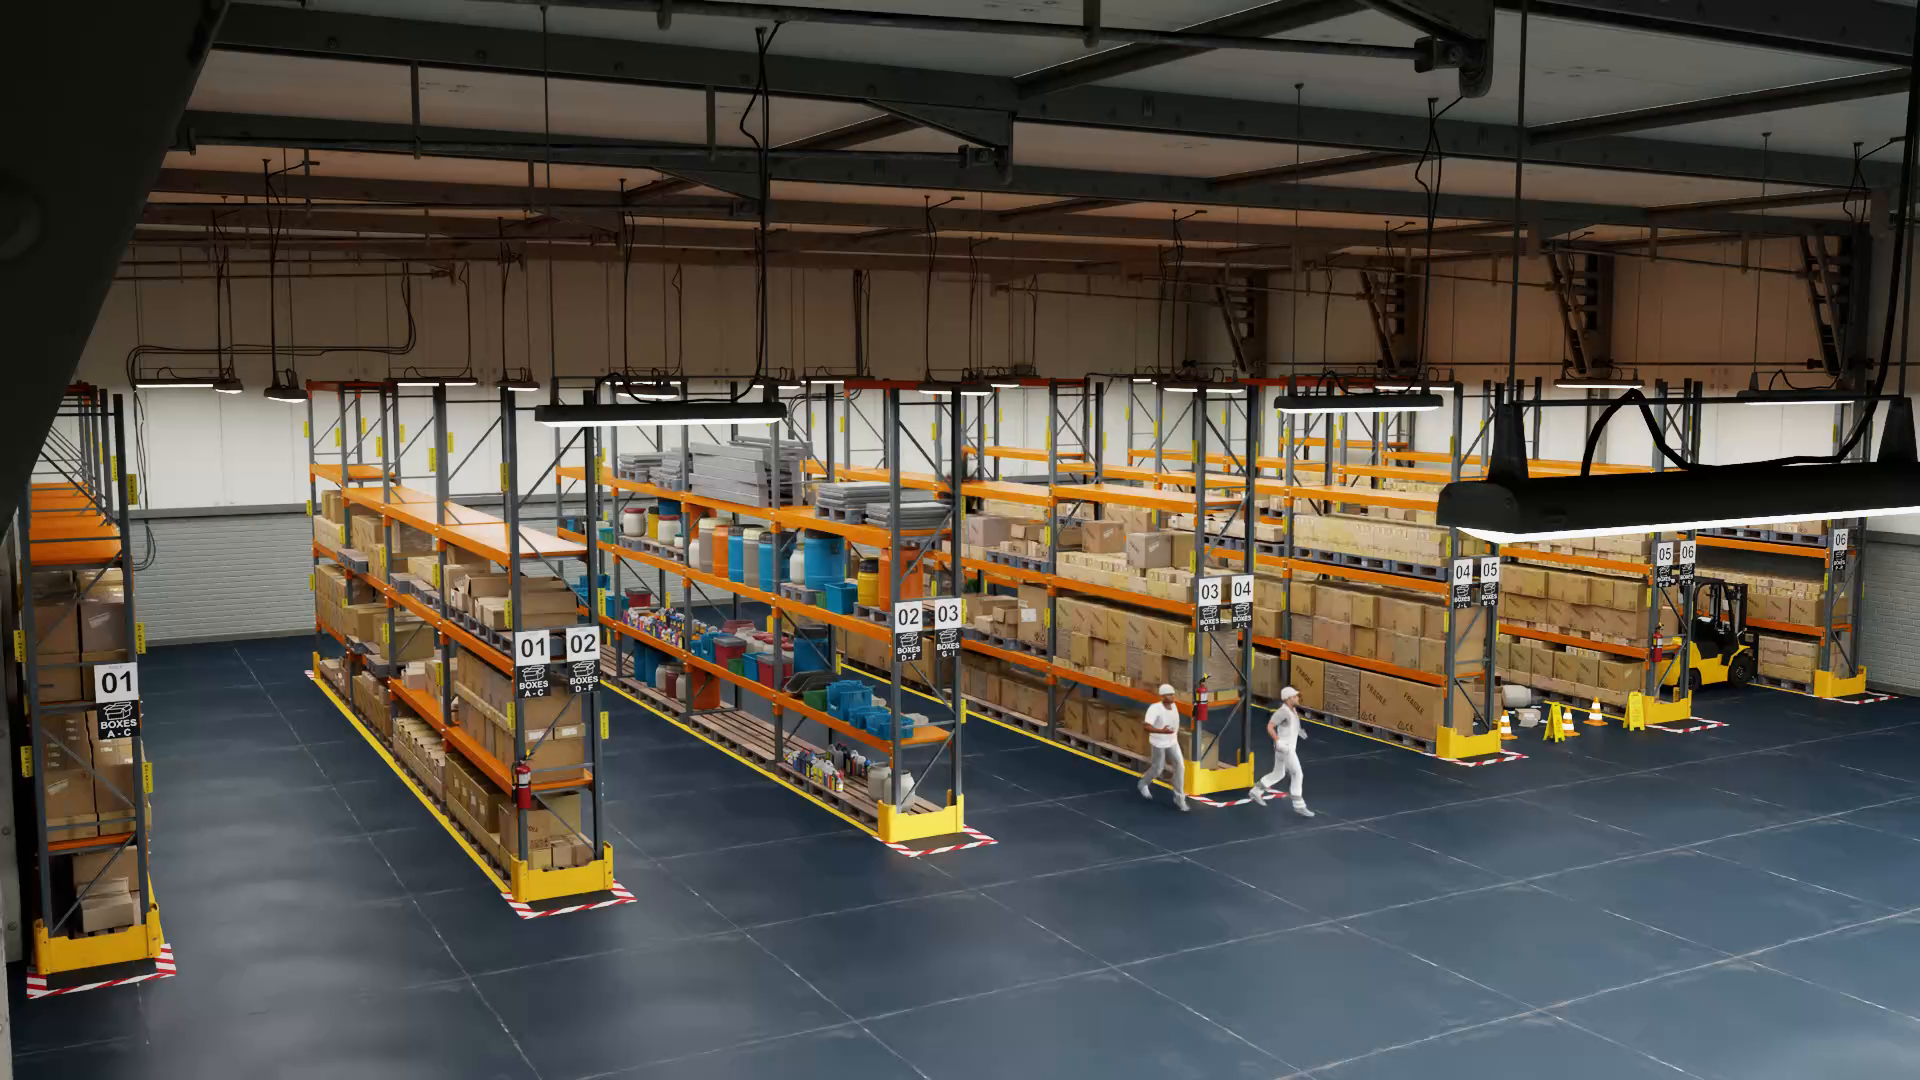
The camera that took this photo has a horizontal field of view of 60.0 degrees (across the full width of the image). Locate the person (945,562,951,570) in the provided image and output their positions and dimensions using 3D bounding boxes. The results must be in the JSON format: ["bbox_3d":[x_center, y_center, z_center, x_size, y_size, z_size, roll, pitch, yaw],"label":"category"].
[{"bbox_3d":[-0.279,1.353,38.477,0.730,1.809,0.945,-3,7,-25],"label":"person"}]

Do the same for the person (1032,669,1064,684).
[{"bbox_3d":[1.763,2.007,32.478,0.616,1.689,0.878,-5,8,-38],"label":"person"}]

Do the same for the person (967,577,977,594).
[{"bbox_3d":[0.365,0.968,42.320,0.670,1.786,0.717,2,6,15],"label":"person"}]

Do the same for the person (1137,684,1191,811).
[{"bbox_3d":[2.899,2.935,23.787,0.725,1.790,0.938,-4,8,-36],"label":"person"}]

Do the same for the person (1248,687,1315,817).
[{"bbox_3d":[4.533,2.939,23.364,0.939,1.792,0.667,2,6,16],"label":"person"}]
